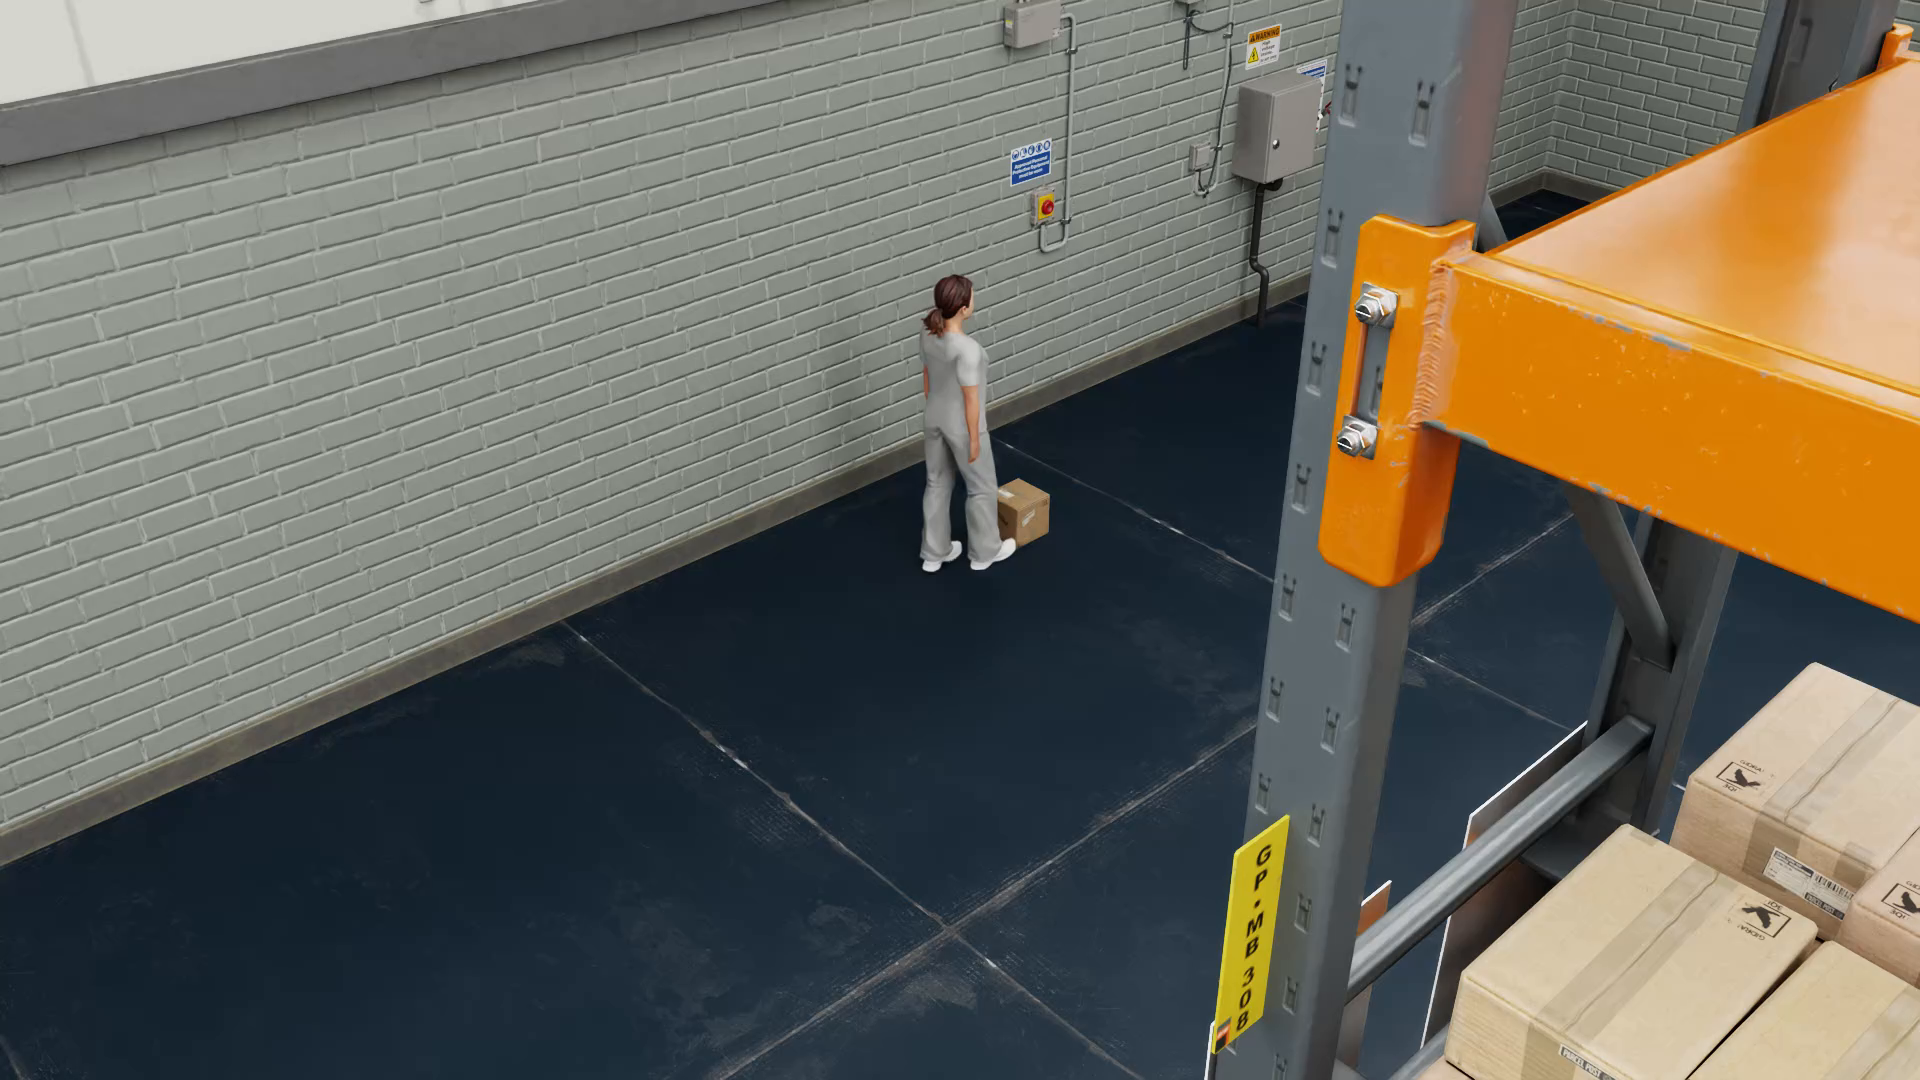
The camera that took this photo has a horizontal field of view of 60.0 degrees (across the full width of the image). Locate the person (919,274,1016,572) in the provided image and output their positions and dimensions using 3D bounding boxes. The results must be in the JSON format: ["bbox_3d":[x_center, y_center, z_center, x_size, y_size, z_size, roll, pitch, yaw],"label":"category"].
[{"bbox_3d":[0.022,-0.609,8.619,0.520,1.670,0.442,-25,40,-34],"label":"person"}]
